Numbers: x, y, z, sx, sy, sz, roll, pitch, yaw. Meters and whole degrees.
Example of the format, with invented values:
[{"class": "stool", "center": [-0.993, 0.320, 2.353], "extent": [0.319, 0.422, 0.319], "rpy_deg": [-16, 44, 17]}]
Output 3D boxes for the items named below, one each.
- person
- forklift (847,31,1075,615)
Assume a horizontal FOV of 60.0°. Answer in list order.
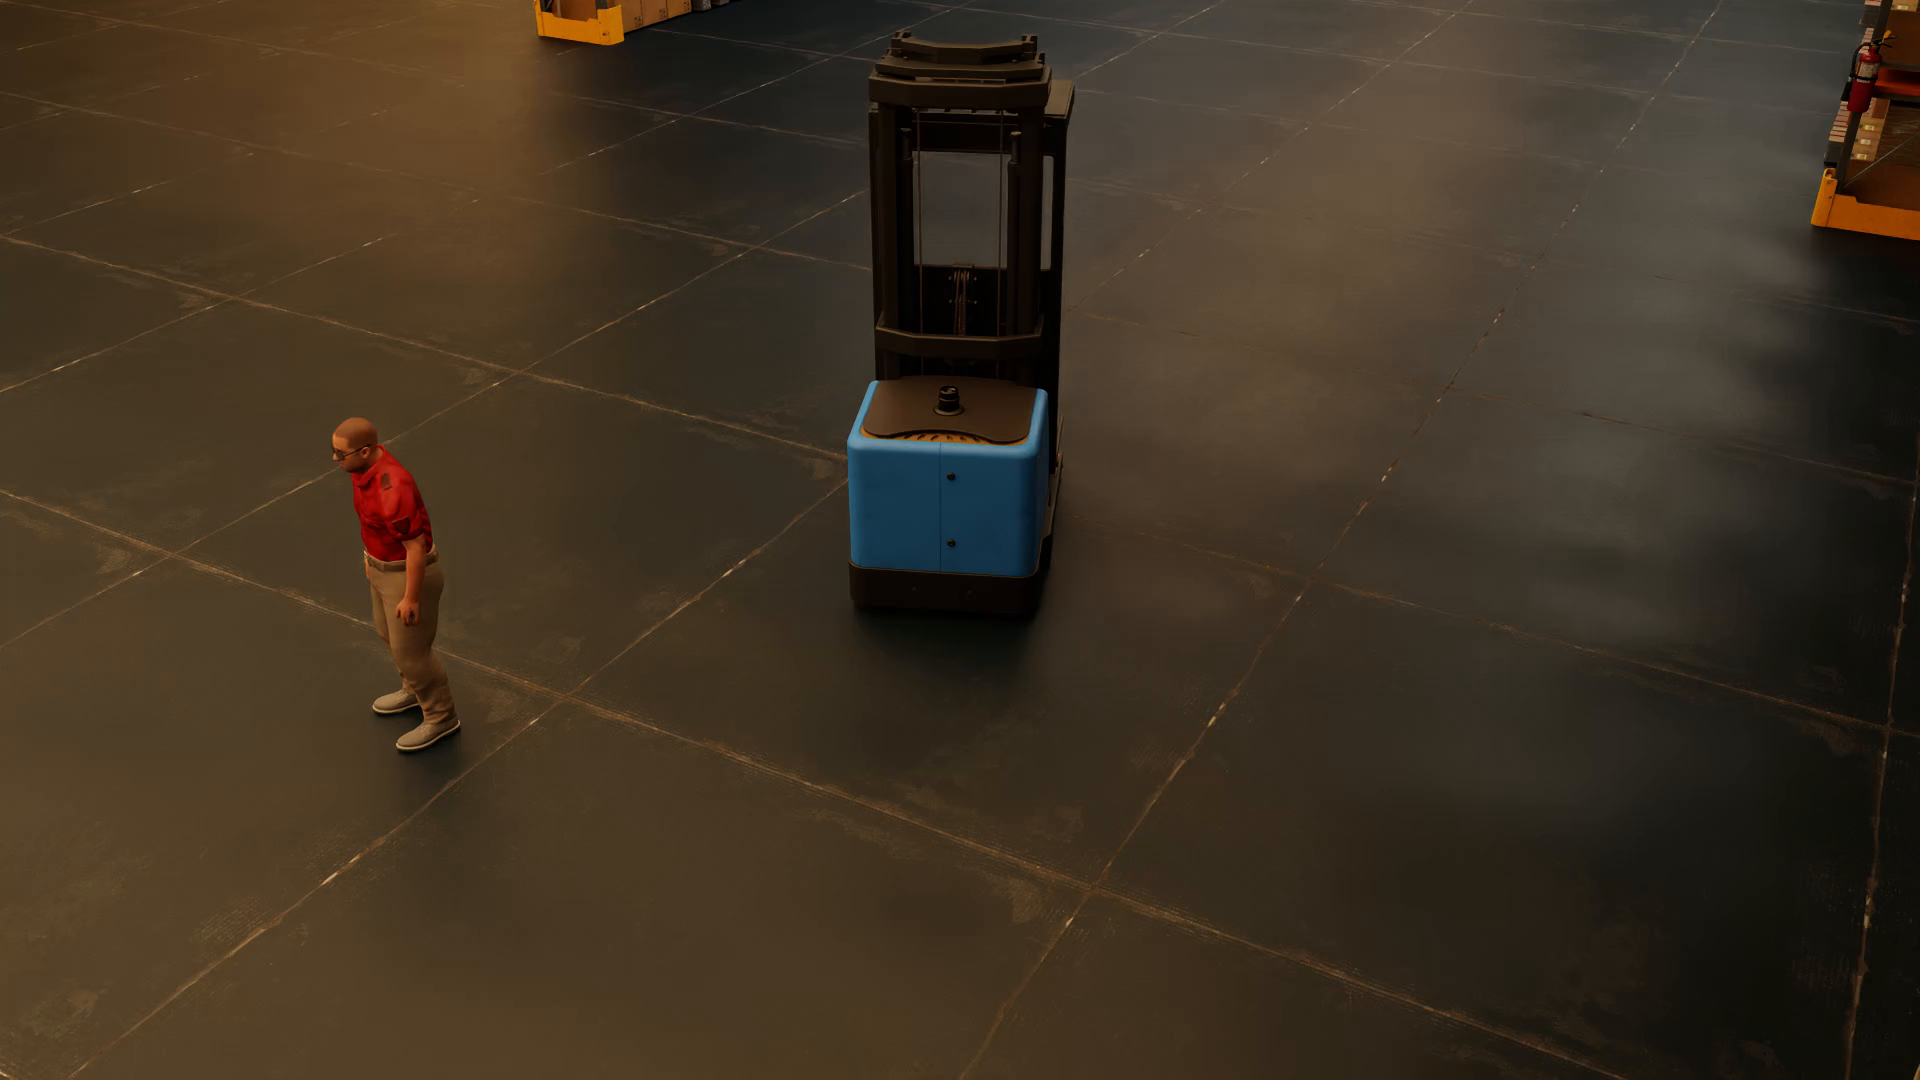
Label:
[{"class": "person", "center": [-2.694, 0.178, 7.966], "extent": [0.388, 1.726, 0.591], "rpy_deg": [-18, 35, -29]}, {"class": "forklift", "center": [0.072, -1.572, 9.794], "extent": [1.130, 2.935, 3.031], "rpy_deg": [3, 30, 6]}]
